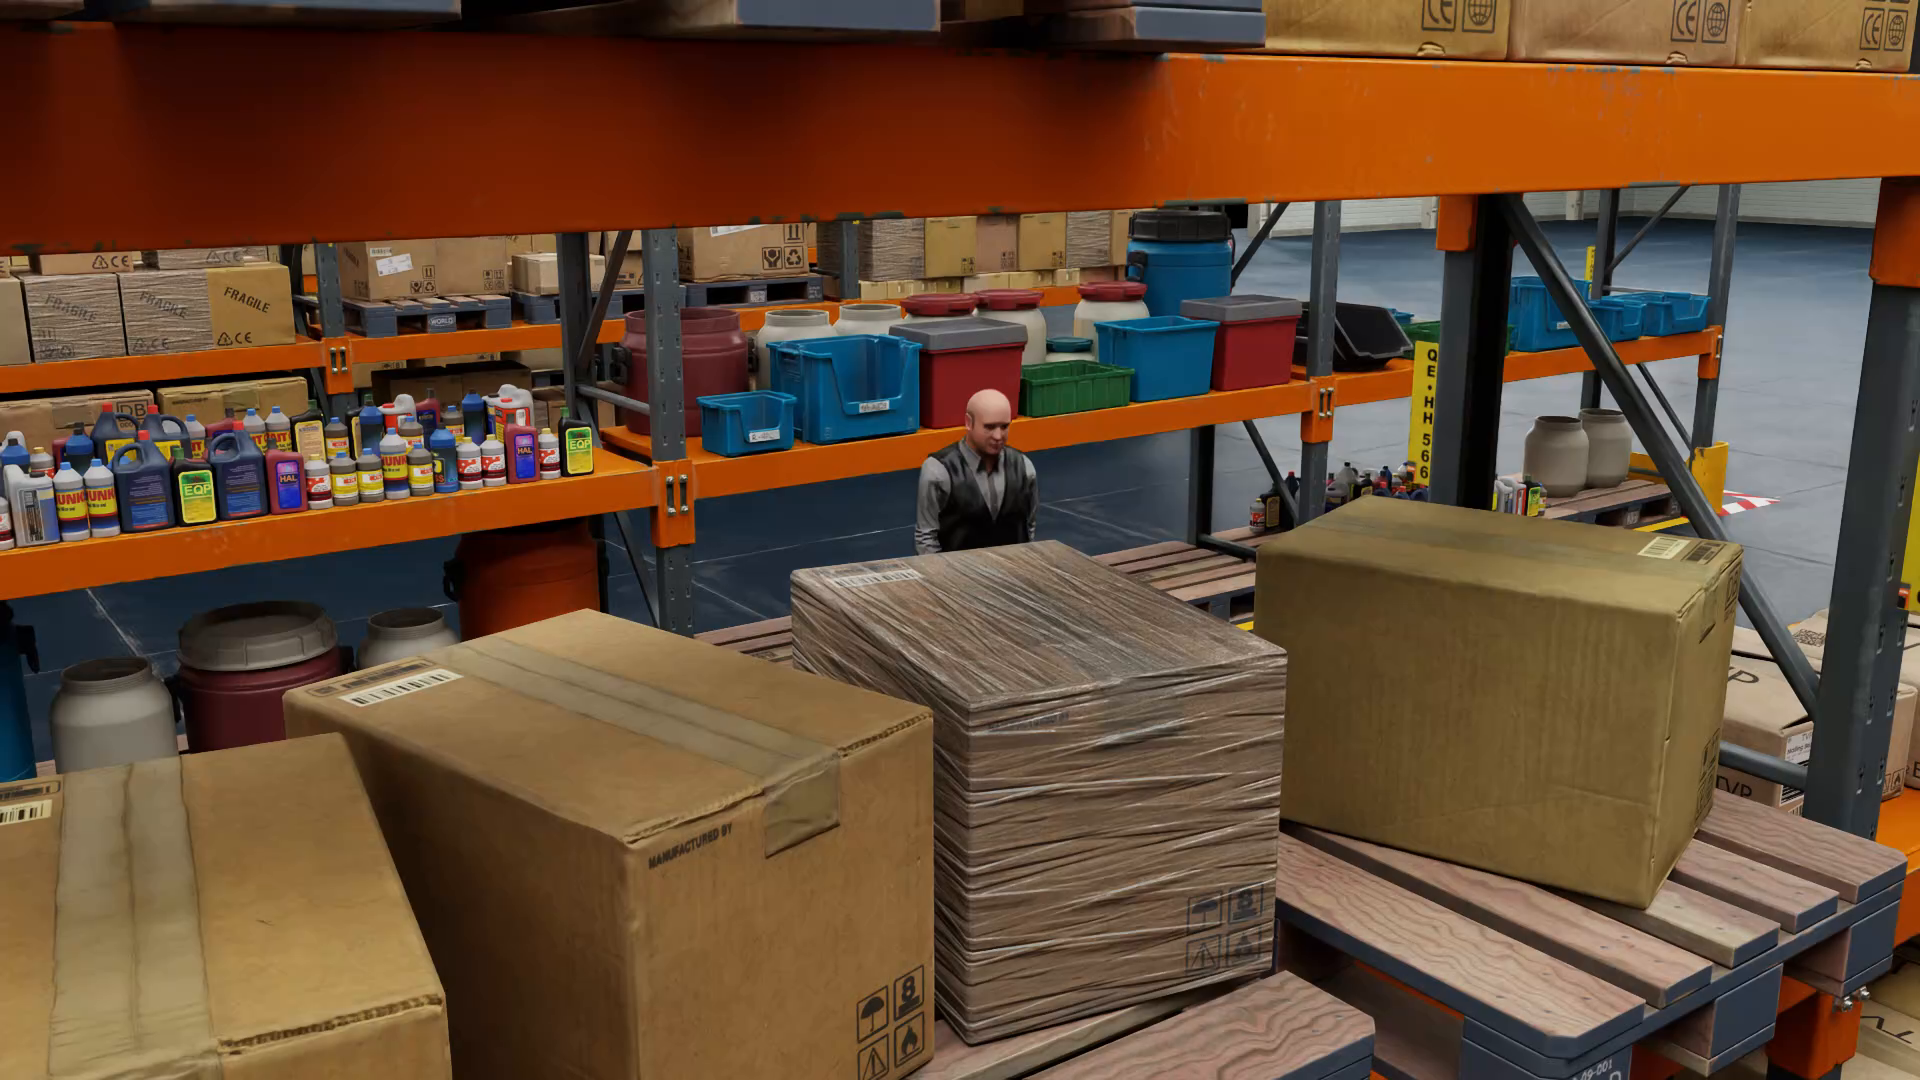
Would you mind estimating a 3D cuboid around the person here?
[{"bbox_3d":[0.064,0.236,6.644,0.535,1.706,0.865,-4,15,-17],"label":"person"}]
